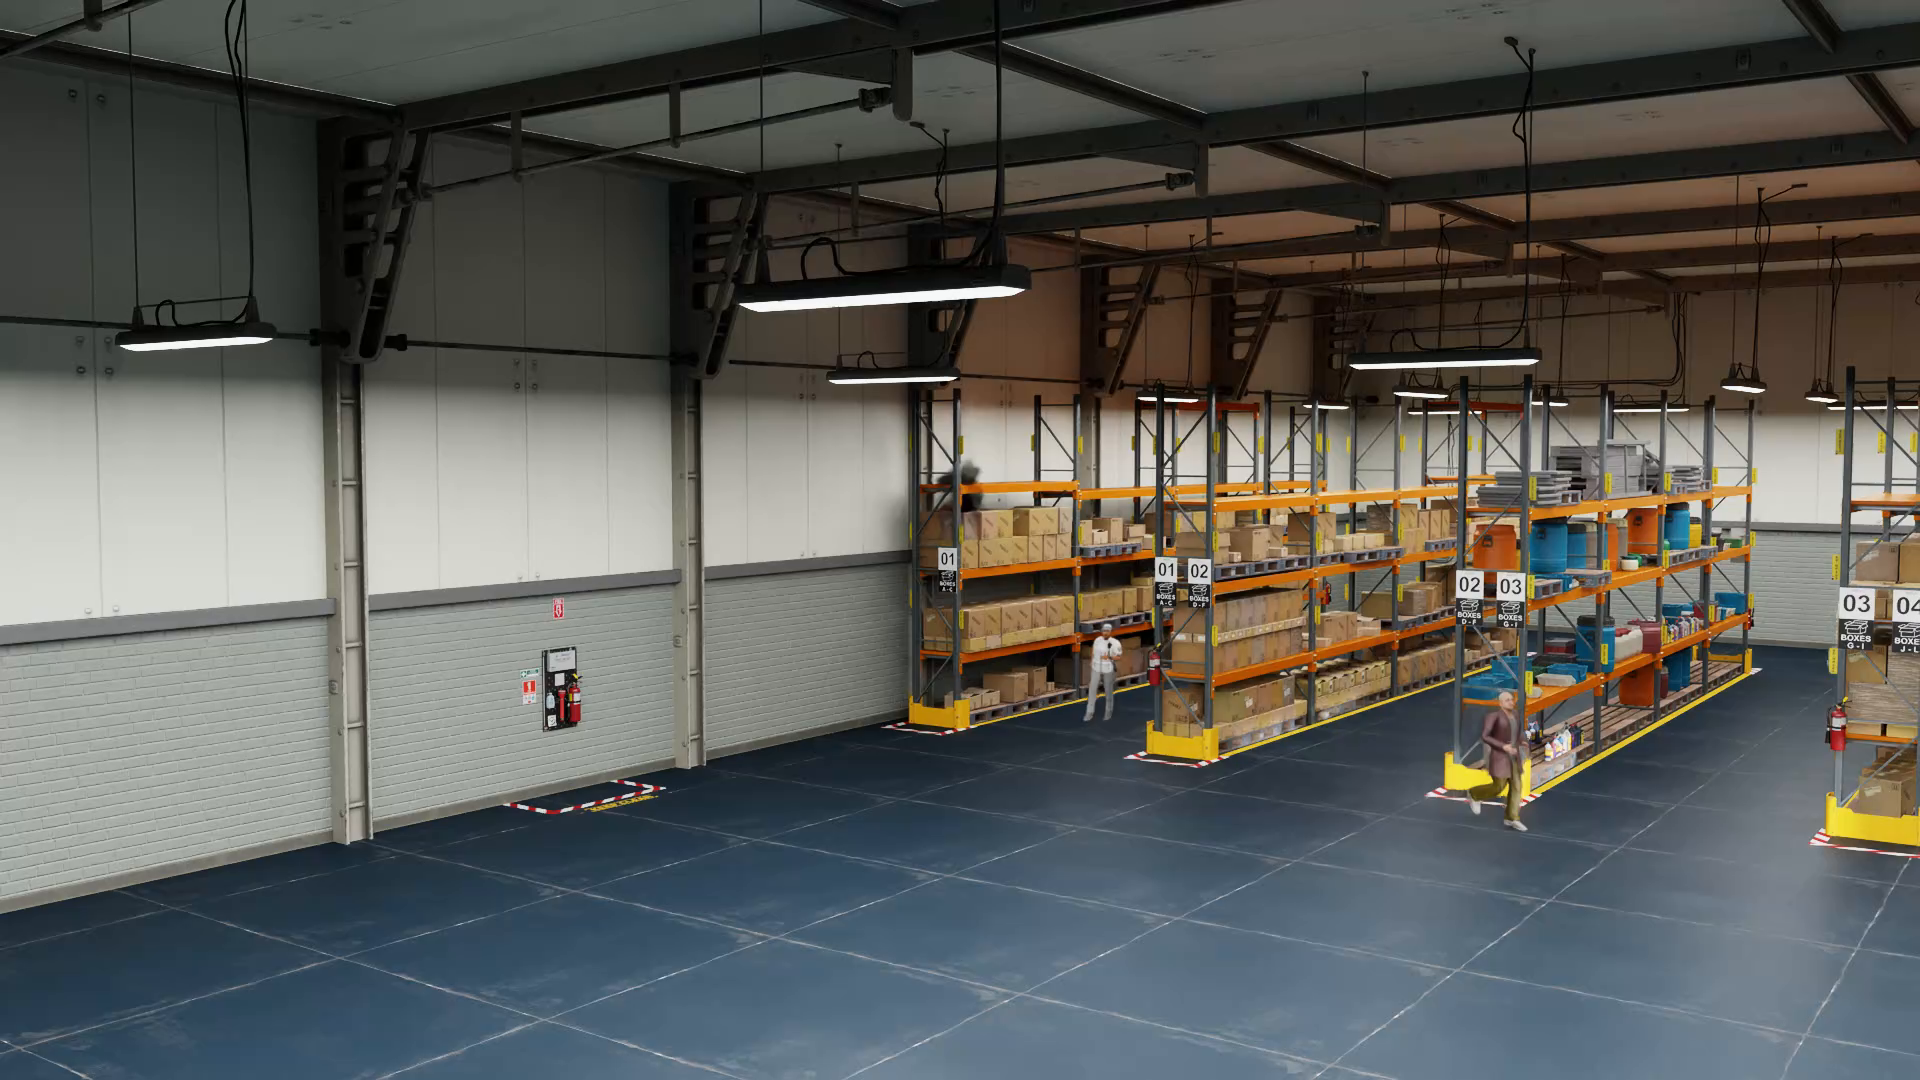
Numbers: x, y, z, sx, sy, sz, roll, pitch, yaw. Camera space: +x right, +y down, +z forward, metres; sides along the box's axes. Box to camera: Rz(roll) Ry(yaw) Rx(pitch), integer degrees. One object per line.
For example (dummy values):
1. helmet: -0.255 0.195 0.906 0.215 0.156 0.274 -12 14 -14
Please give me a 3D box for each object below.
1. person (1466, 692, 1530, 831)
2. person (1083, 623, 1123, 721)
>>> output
1. person: 7.150 2.882 21.943 0.718 1.778 0.927 -2 4 -26
2. person: 2.468 2.268 28.323 0.623 1.704 0.927 1 3 21
